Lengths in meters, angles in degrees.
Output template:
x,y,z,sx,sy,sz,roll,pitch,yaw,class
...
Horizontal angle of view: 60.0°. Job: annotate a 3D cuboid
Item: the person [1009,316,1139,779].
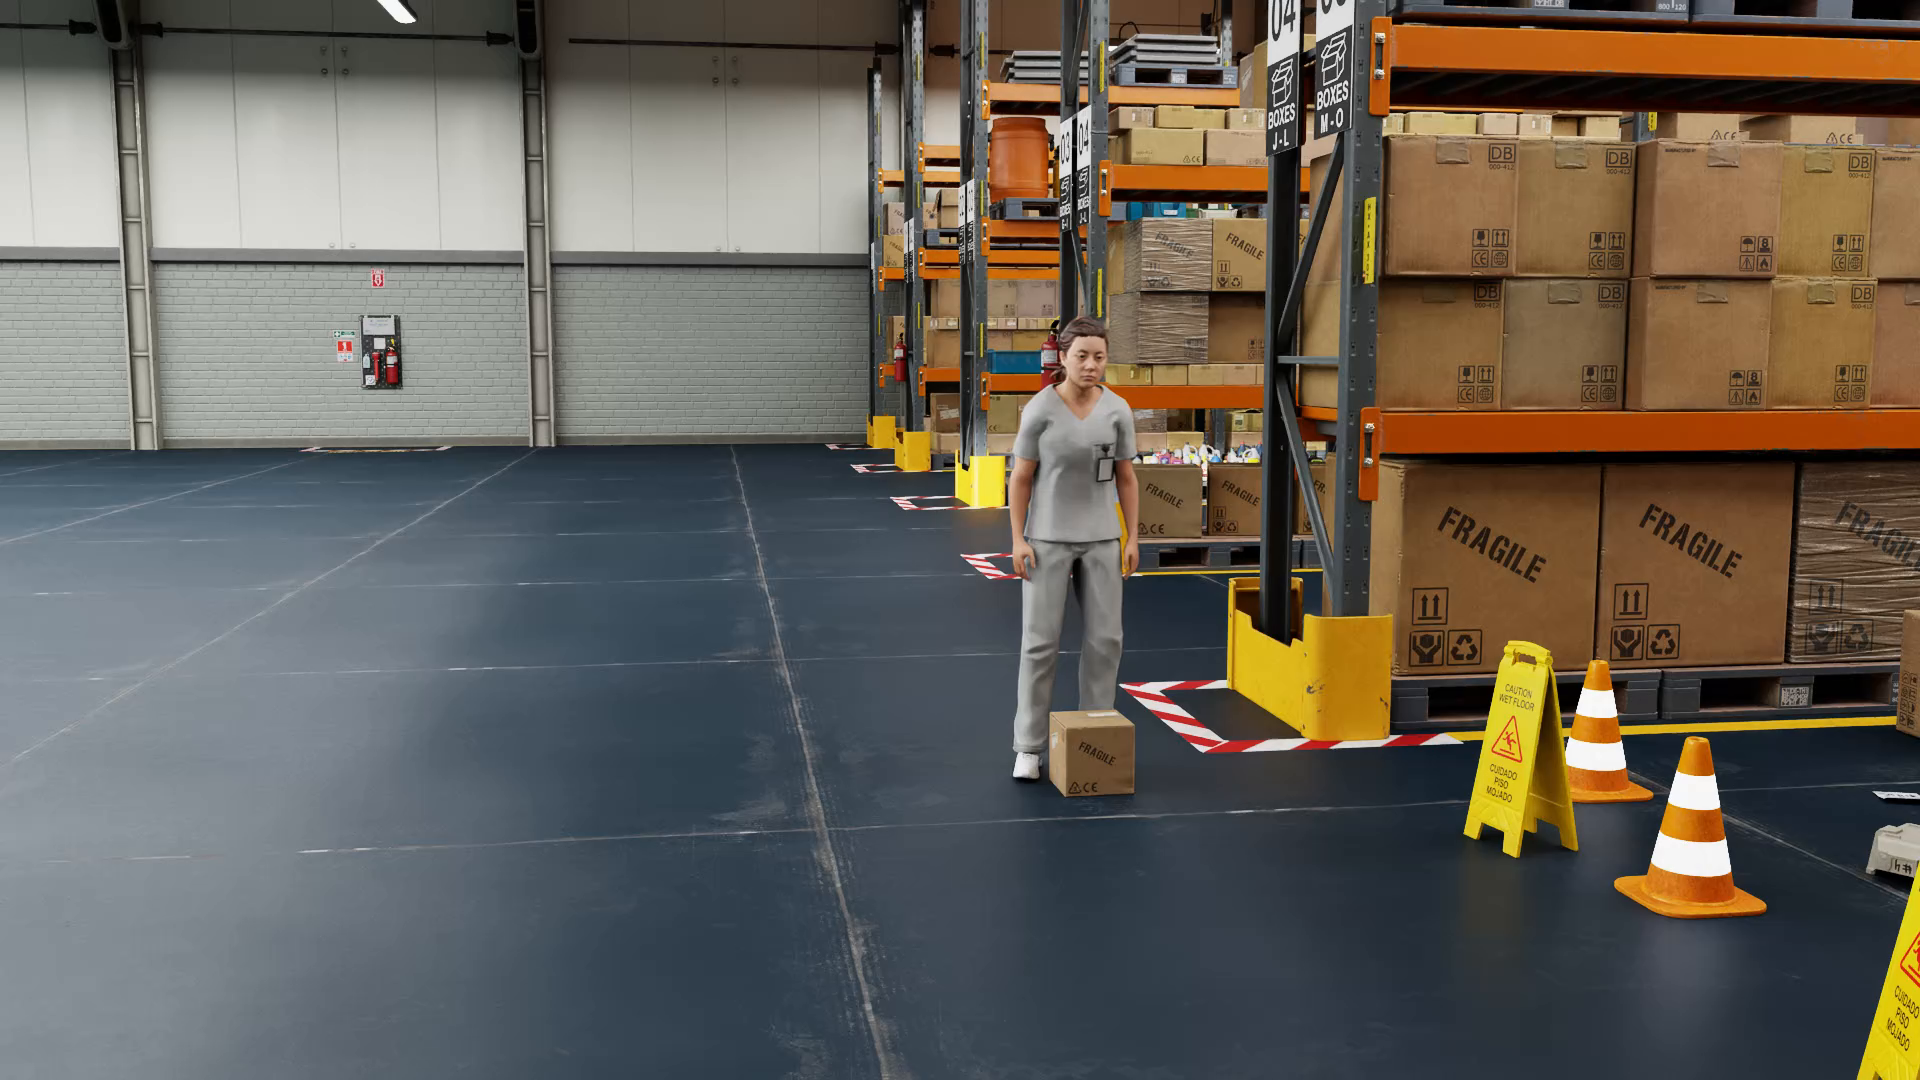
x,y,z,sx,sy,sz,roll,pitch,yaw,class
0.420,0.024,6.093,0.490,1.673,0.354,-1,7,-9,person
